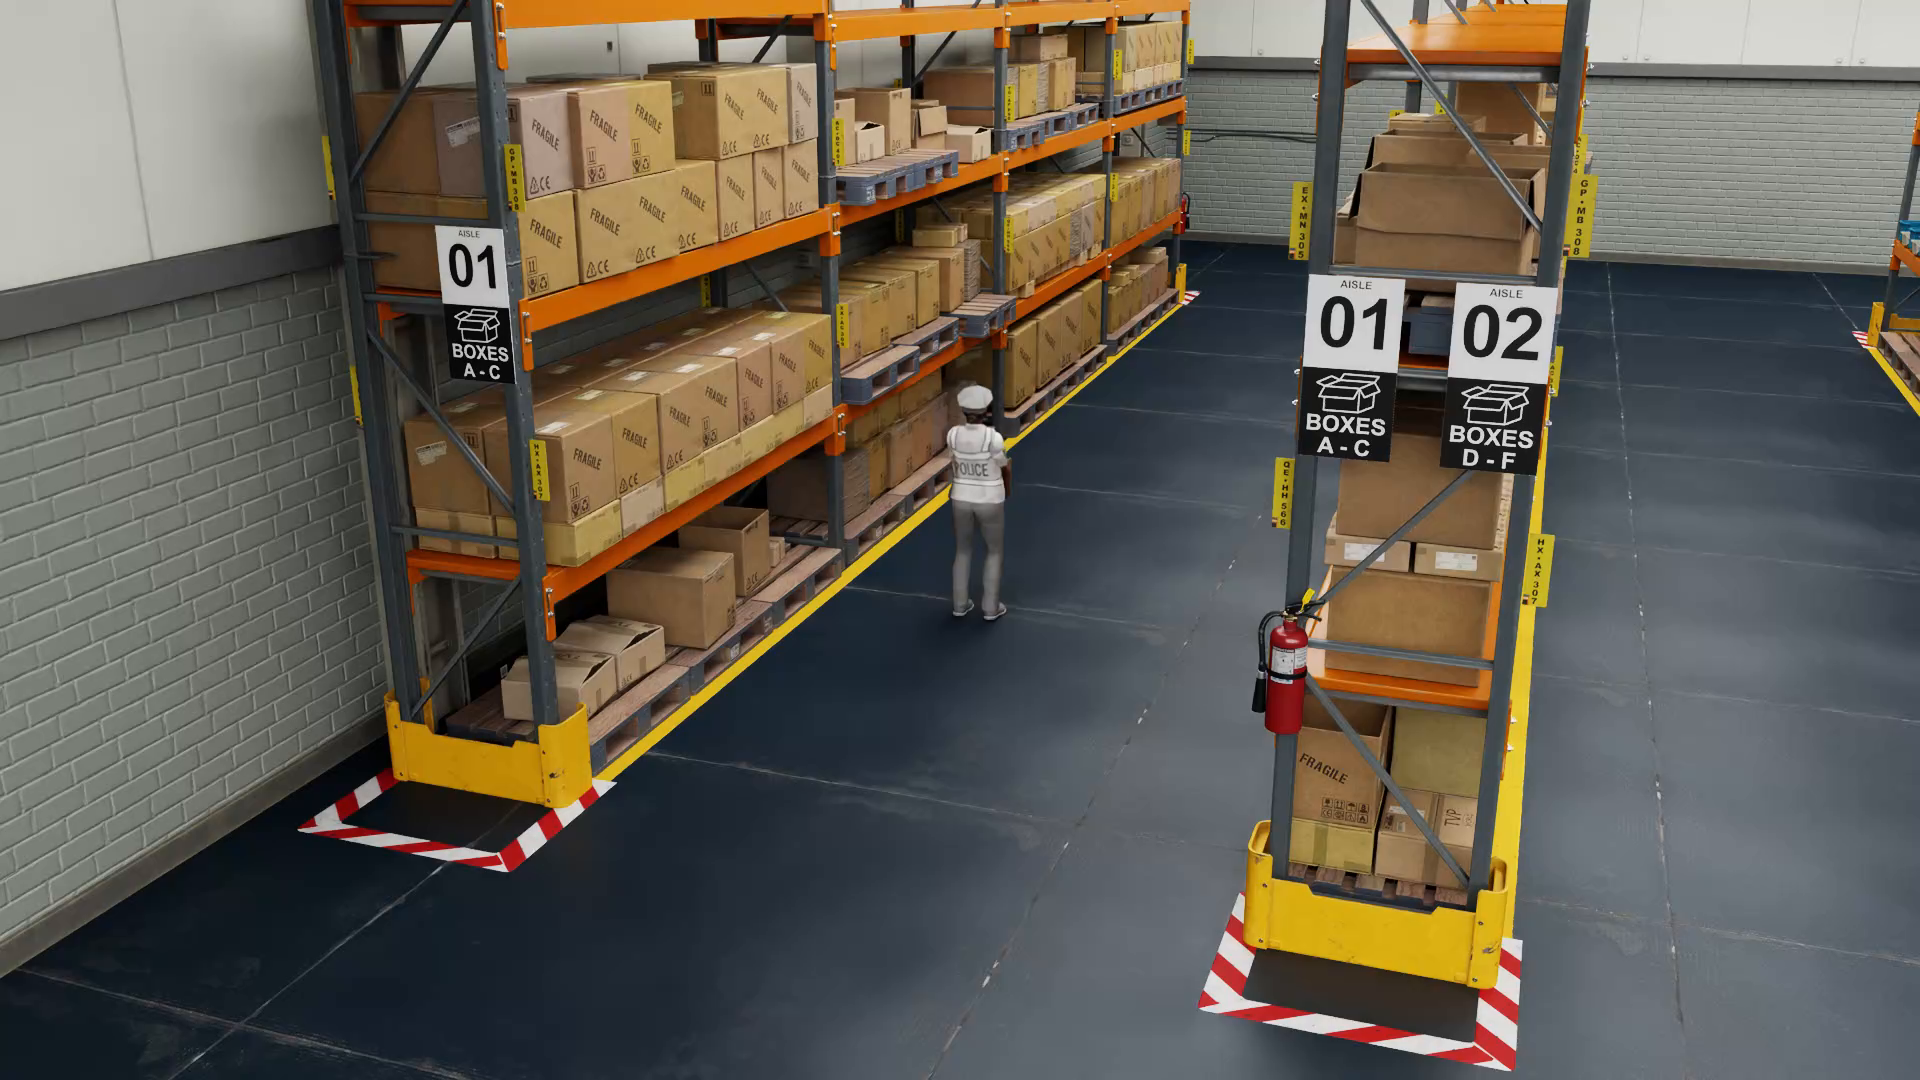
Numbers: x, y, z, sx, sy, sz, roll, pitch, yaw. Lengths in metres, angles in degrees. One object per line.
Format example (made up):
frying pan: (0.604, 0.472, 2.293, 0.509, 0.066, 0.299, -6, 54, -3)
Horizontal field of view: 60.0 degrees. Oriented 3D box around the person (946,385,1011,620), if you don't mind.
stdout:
person: (0.149, -0.282, 11.859, 0.441, 1.692, 0.514, 6, 20, 18)
